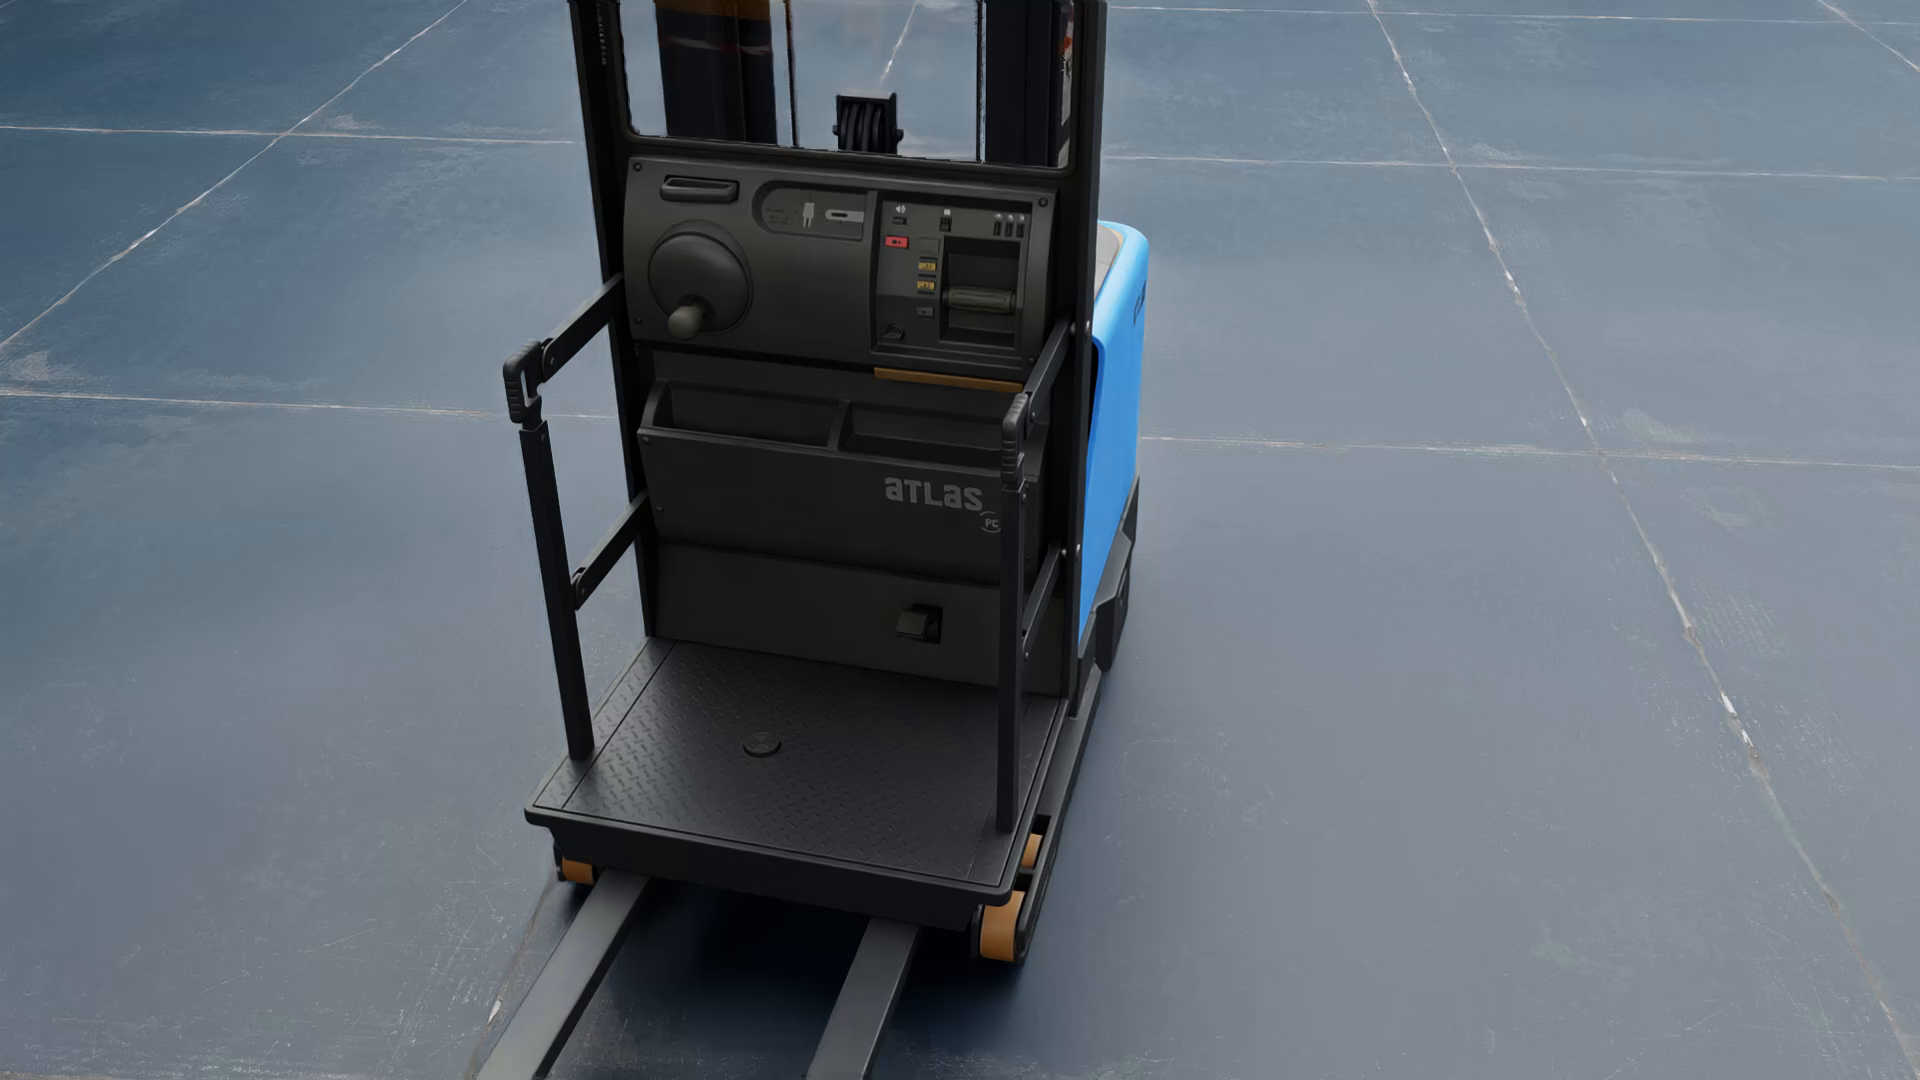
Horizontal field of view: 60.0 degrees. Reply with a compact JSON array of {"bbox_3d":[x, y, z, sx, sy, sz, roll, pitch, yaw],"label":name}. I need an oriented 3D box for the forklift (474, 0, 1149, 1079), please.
[{"bbox_3d":[-0.315,-0.529,3.315,1.130,2.935,3.031,7,32,12],"label":"forklift"}]
